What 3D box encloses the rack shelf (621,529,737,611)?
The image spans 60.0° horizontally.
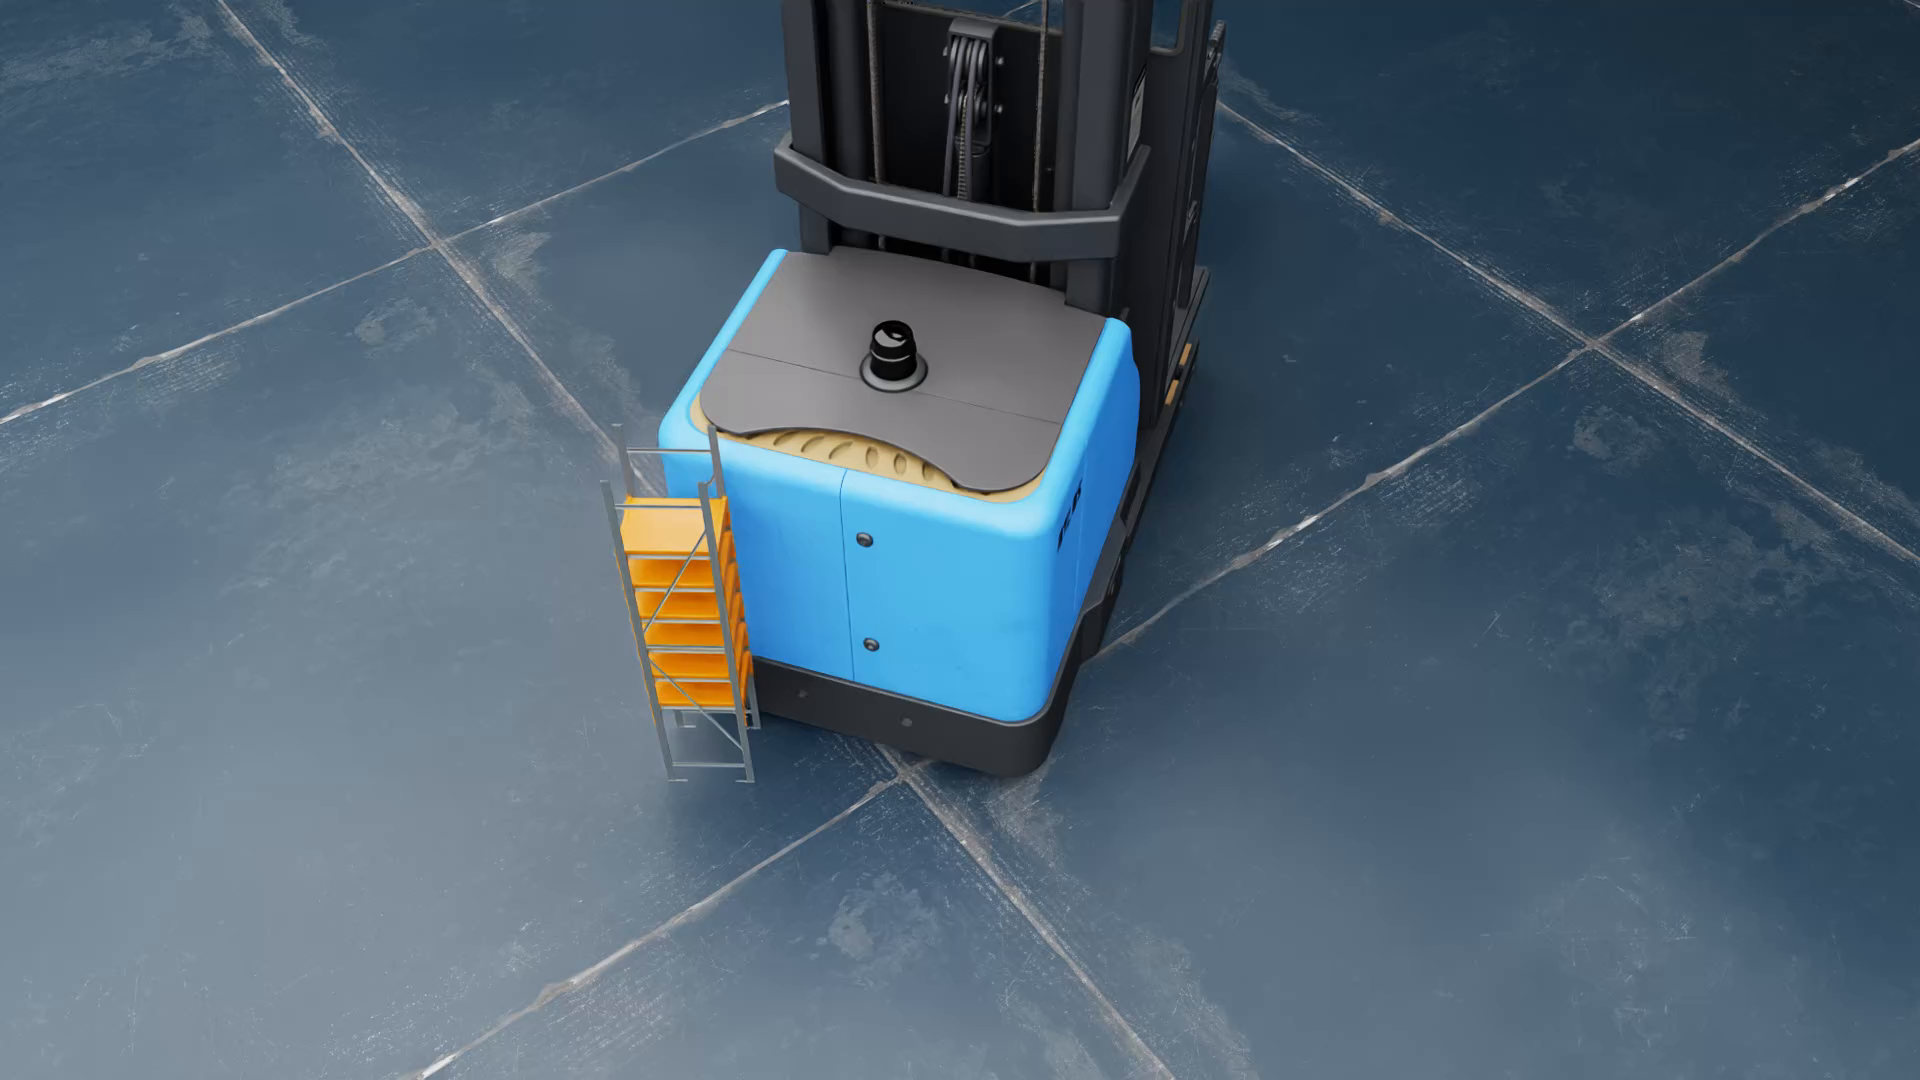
[{"bbox_3d":[-0.691,0.072,4.110,0.258,0.103,0.180,1,48,1],"label":"rack shelf"}]

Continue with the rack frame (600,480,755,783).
[{"bbox_3d":[-0.692,0.272,4.194,0.240,1.200,0.006,1,48,1],"label":"rack frame"}]

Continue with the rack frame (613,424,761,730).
[{"bbox_3d":[-0.689,0.136,4.317,0.240,1.200,0.006,1,48,1],"label":"rack frame"}]

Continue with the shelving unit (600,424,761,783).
[{"bbox_3d":[-0.691,0.204,4.255,0.258,1.200,0.189,1,48,1],"label":"shelving unit"}]

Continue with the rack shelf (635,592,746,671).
[{"bbox_3d":[-0.691,0.234,4.288,0.258,0.103,0.180,1,48,1],"label":"rack shelf"}]

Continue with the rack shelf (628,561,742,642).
[{"bbox_3d":[-0.691,0.153,4.199,0.258,0.103,0.180,1,48,1],"label":"rack shelf"}]

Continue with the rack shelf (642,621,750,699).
[{"bbox_3d":[-0.691,0.314,4.377,0.258,0.103,0.180,1,48,1],"label":"rack shelf"}]

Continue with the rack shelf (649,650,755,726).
[{"bbox_3d":[-0.691,0.395,4.466,0.258,0.103,0.180,1,48,1],"label":"rack shelf"}]

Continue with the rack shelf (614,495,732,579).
[{"bbox_3d":[-0.691,-0.008,4.022,0.258,0.103,0.180,1,48,1],"label":"rack shelf"}]

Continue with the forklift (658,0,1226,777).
[{"bbox_3d":[0.183,-1.451,4.587,1.130,2.935,3.031,14,49,12],"label":"forklift"}]
